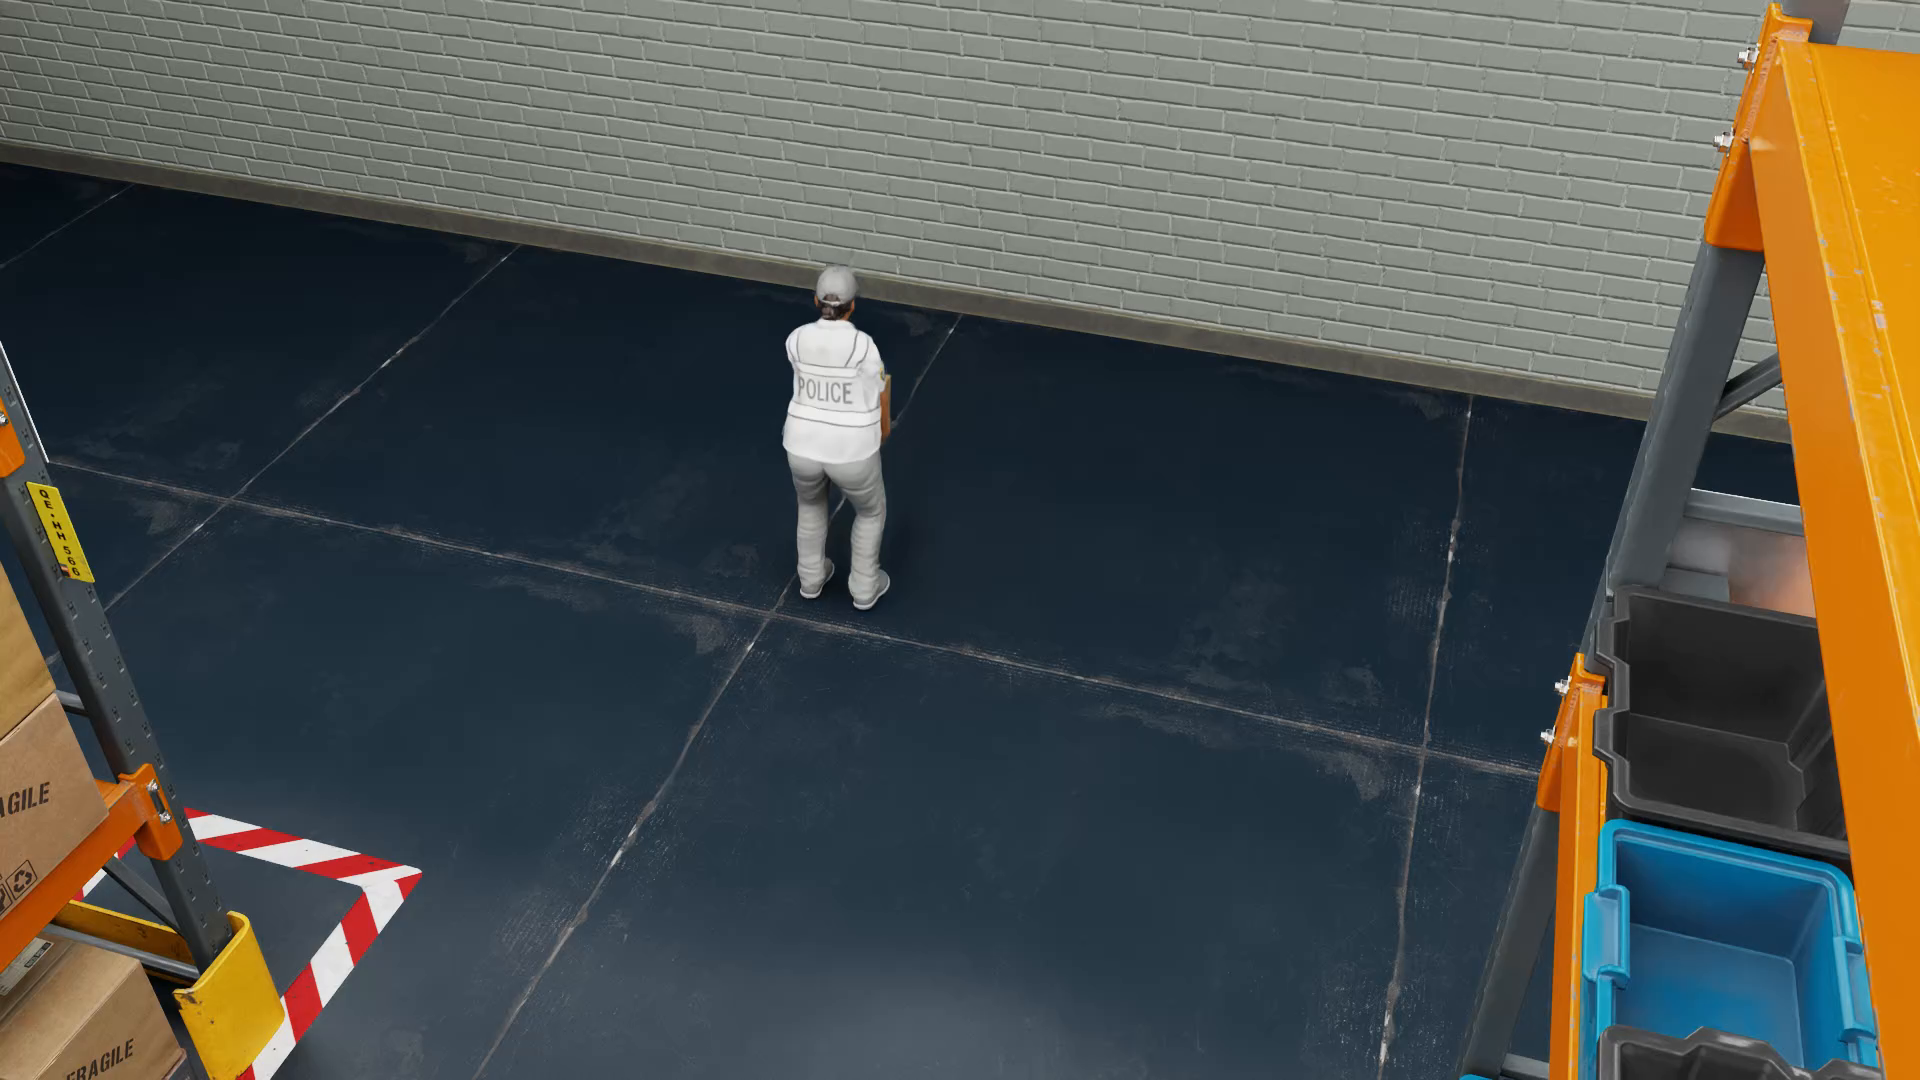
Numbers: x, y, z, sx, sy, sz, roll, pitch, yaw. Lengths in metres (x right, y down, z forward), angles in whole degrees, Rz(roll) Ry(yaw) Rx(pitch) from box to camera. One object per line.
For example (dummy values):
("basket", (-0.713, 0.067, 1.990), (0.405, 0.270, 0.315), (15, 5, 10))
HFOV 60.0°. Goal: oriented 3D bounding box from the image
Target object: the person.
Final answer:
("person", (-0.545, -0.452, 7.512), (0.452, 1.639, 0.581), (10, 38, 13))
